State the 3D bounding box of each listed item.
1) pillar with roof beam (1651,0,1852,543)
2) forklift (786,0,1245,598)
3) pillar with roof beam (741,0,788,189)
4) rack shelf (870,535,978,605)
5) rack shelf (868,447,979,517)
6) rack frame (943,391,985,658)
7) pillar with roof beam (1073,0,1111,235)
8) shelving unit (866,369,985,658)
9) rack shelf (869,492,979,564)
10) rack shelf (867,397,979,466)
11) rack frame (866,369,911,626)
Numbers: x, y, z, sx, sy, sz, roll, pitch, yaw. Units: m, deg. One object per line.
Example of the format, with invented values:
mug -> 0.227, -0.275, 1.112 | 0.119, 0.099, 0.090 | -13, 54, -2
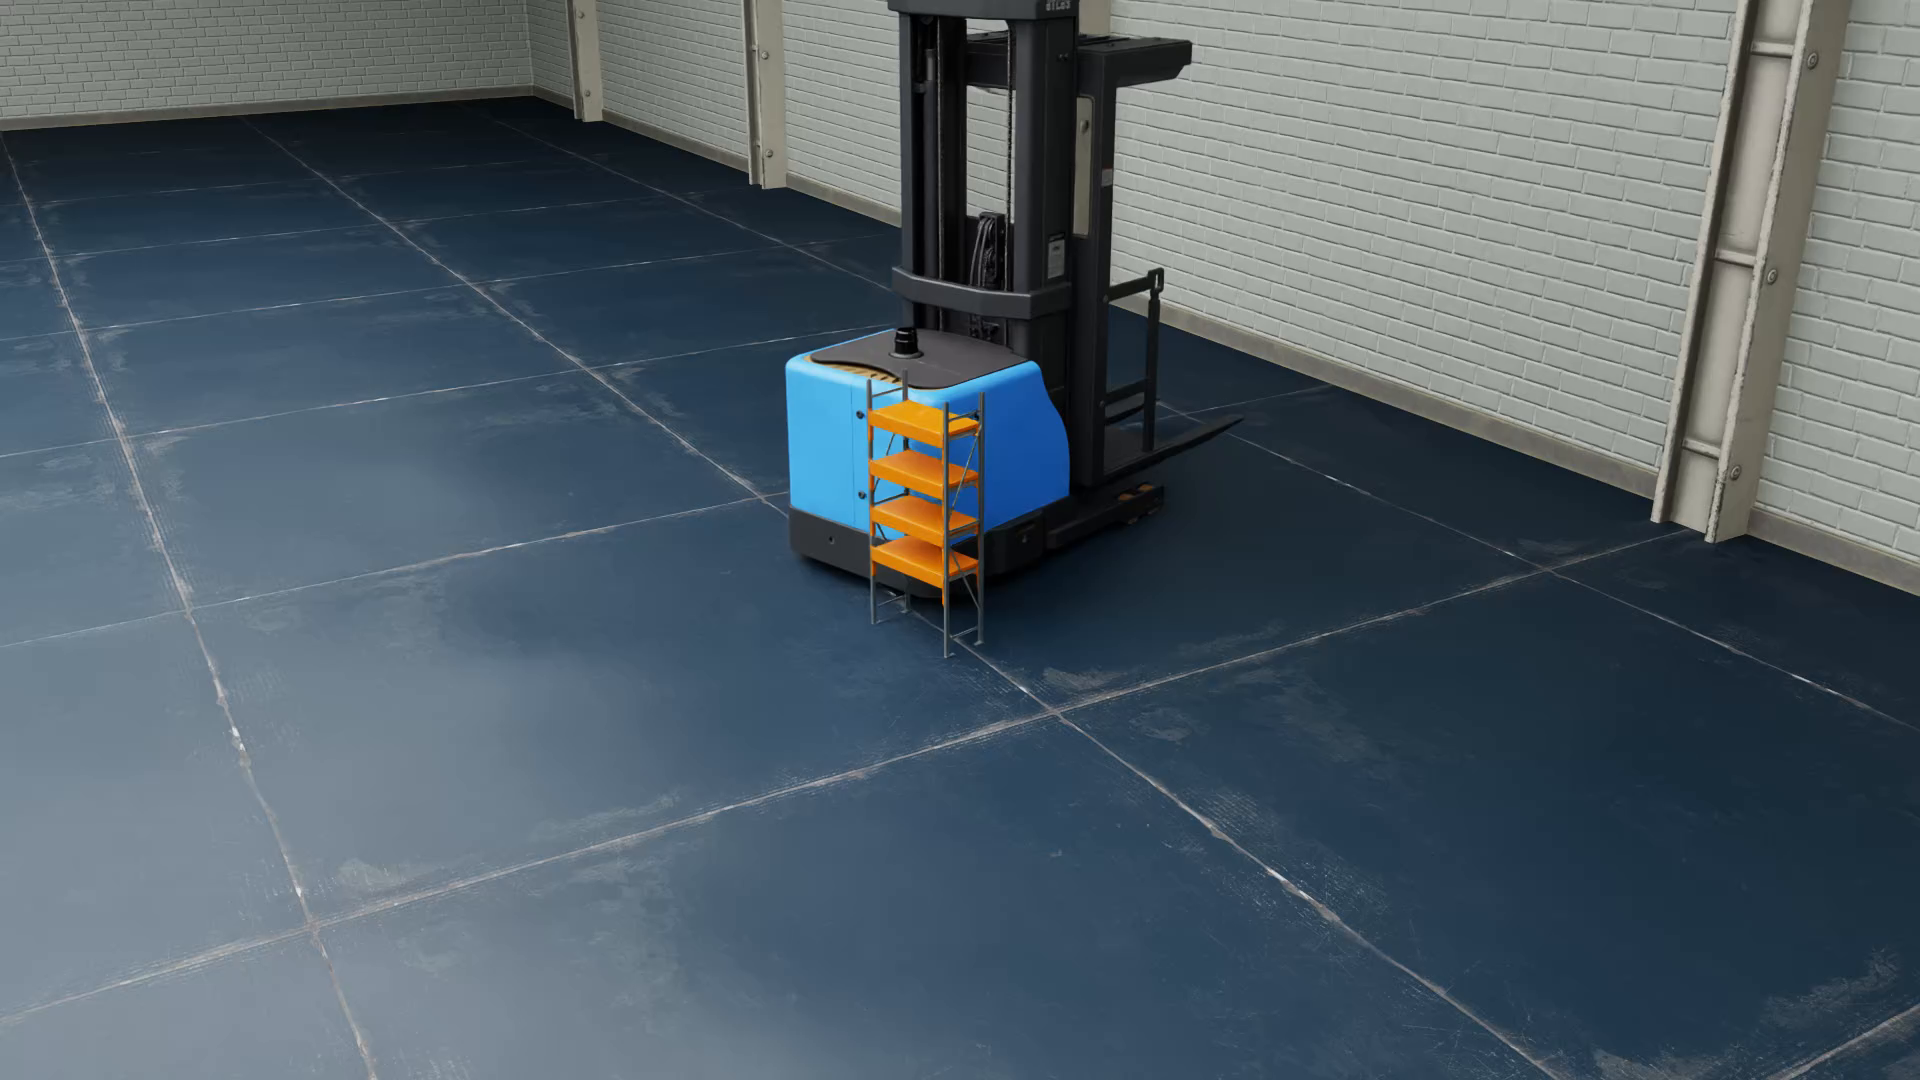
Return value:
pillar with roof beam -> 0.300, -3.416, 5.265 | 9.100, 9.000, 0.400 | -13, 25, -28
forklift -> 0.475, -1.555, 8.744 | 1.130, 2.935, 3.031 | 18, 28, 38
pillar with roof beam -> -5.830, -7.301, 14.822 | 9.100, 9.000, 0.400 | -13, 25, -28
rack shelf -> -0.155, 0.125, 7.616 | 0.258, 0.148, 0.480 | -21, 30, -41
rack shelf -> -0.155, -0.266, 7.457 | 0.258, 0.148, 0.480 | -21, 30, -41
rack frame -> 0.018, -0.056, 7.356 | 0.240, 1.200, 0.015 | -21, 30, -41
pillar with roof beam -> -2.765, -5.358, 10.044 | 9.100, 9.000, 0.400 | -13, 25, -28
shelving unit -> -0.155, -0.121, 7.516 | 0.258, 1.200, 0.503 | -21, 30, -41
rack shelf -> -0.155, -0.059, 7.541 | 0.258, 0.148, 0.480 | -21, 30, -41
rack shelf -> -0.155, -0.485, 7.368 | 0.258, 0.148, 0.480 | -21, 30, -41
rack frame -> -0.327, -0.186, 7.676 | 0.240, 1.200, 0.015 | -21, 30, -41
